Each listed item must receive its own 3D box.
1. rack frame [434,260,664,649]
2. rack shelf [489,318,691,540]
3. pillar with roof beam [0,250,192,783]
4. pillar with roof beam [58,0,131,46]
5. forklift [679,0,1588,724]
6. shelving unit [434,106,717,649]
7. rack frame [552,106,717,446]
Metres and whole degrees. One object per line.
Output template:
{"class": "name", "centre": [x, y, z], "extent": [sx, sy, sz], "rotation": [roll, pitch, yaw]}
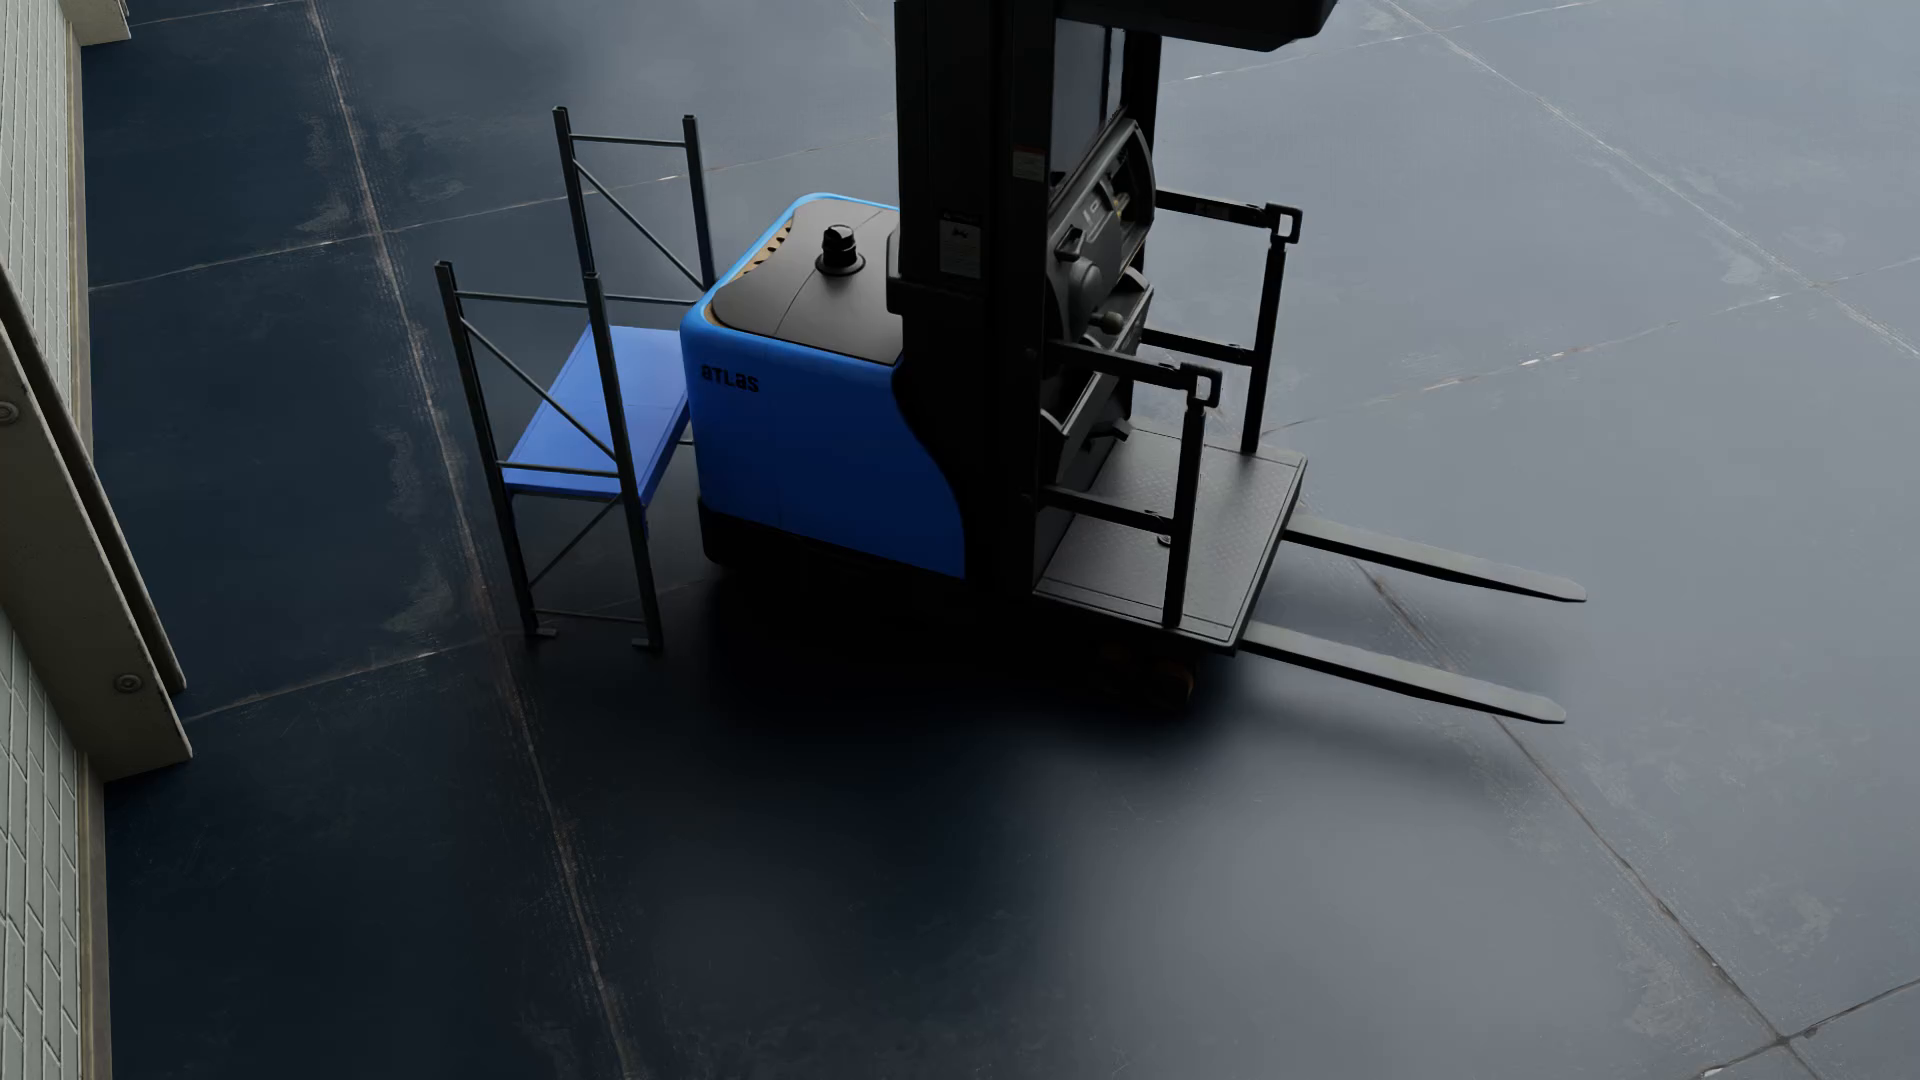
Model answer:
{"class": "rack frame", "centre": [-1.292, -0.224, 5.357], "extent": [0.500, 1.500, 0.032], "rotation": [6, 41, 7]}
{"class": "rack shelf", "centre": [-1.209, -0.415, 5.854], "extent": [0.538, 0.185, 1.000], "rotation": [6, 41, 7]}
{"class": "pillar with roof beam", "centre": [1.256, -3.855, 3.831], "extent": [9.100, 9.000, 0.400], "rotation": [-15, 43, -17]}
{"class": "pillar with roof beam", "centre": [-1.040, -7.469, 8.034], "extent": [9.100, 9.000, 0.400], "rotation": [-15, 43, -17]}
{"class": "forklift", "centre": [0.627, -0.939, 5.094], "extent": [3.031, 2.935, 1.130], "rotation": [15, 43, 17]}
{"class": "shelving unit", "centre": [-1.211, -0.551, 5.737], "extent": [0.538, 1.500, 1.048], "rotation": [6, 41, 7]}
{"class": "rack frame", "centre": [-1.130, -0.878, 6.118], "extent": [0.500, 1.500, 0.032], "rotation": [6, 41, 7]}
